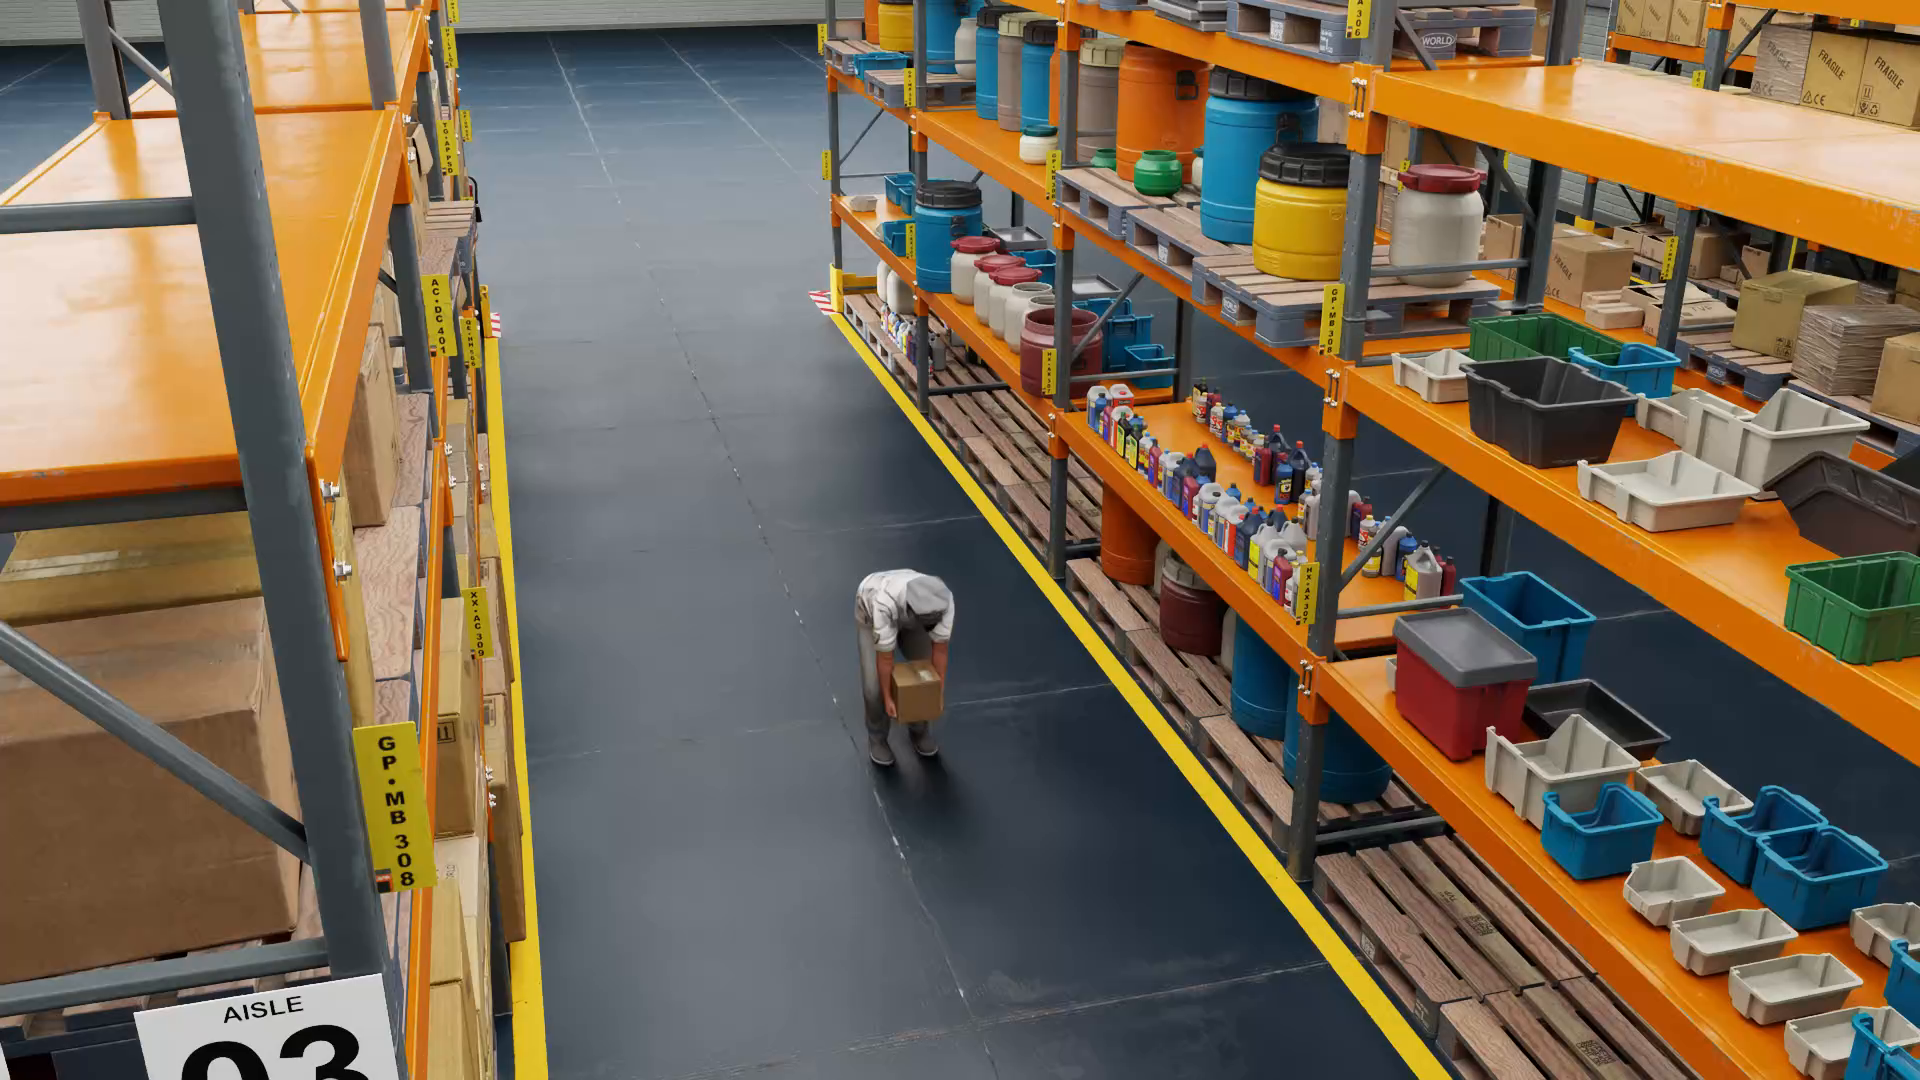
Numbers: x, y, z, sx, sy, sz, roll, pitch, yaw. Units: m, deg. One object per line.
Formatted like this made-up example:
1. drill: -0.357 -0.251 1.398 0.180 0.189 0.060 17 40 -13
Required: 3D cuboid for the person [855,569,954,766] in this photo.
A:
1. person: -0.298 0.704 9.515 0.487 1.342 0.987 -7 24 -16
